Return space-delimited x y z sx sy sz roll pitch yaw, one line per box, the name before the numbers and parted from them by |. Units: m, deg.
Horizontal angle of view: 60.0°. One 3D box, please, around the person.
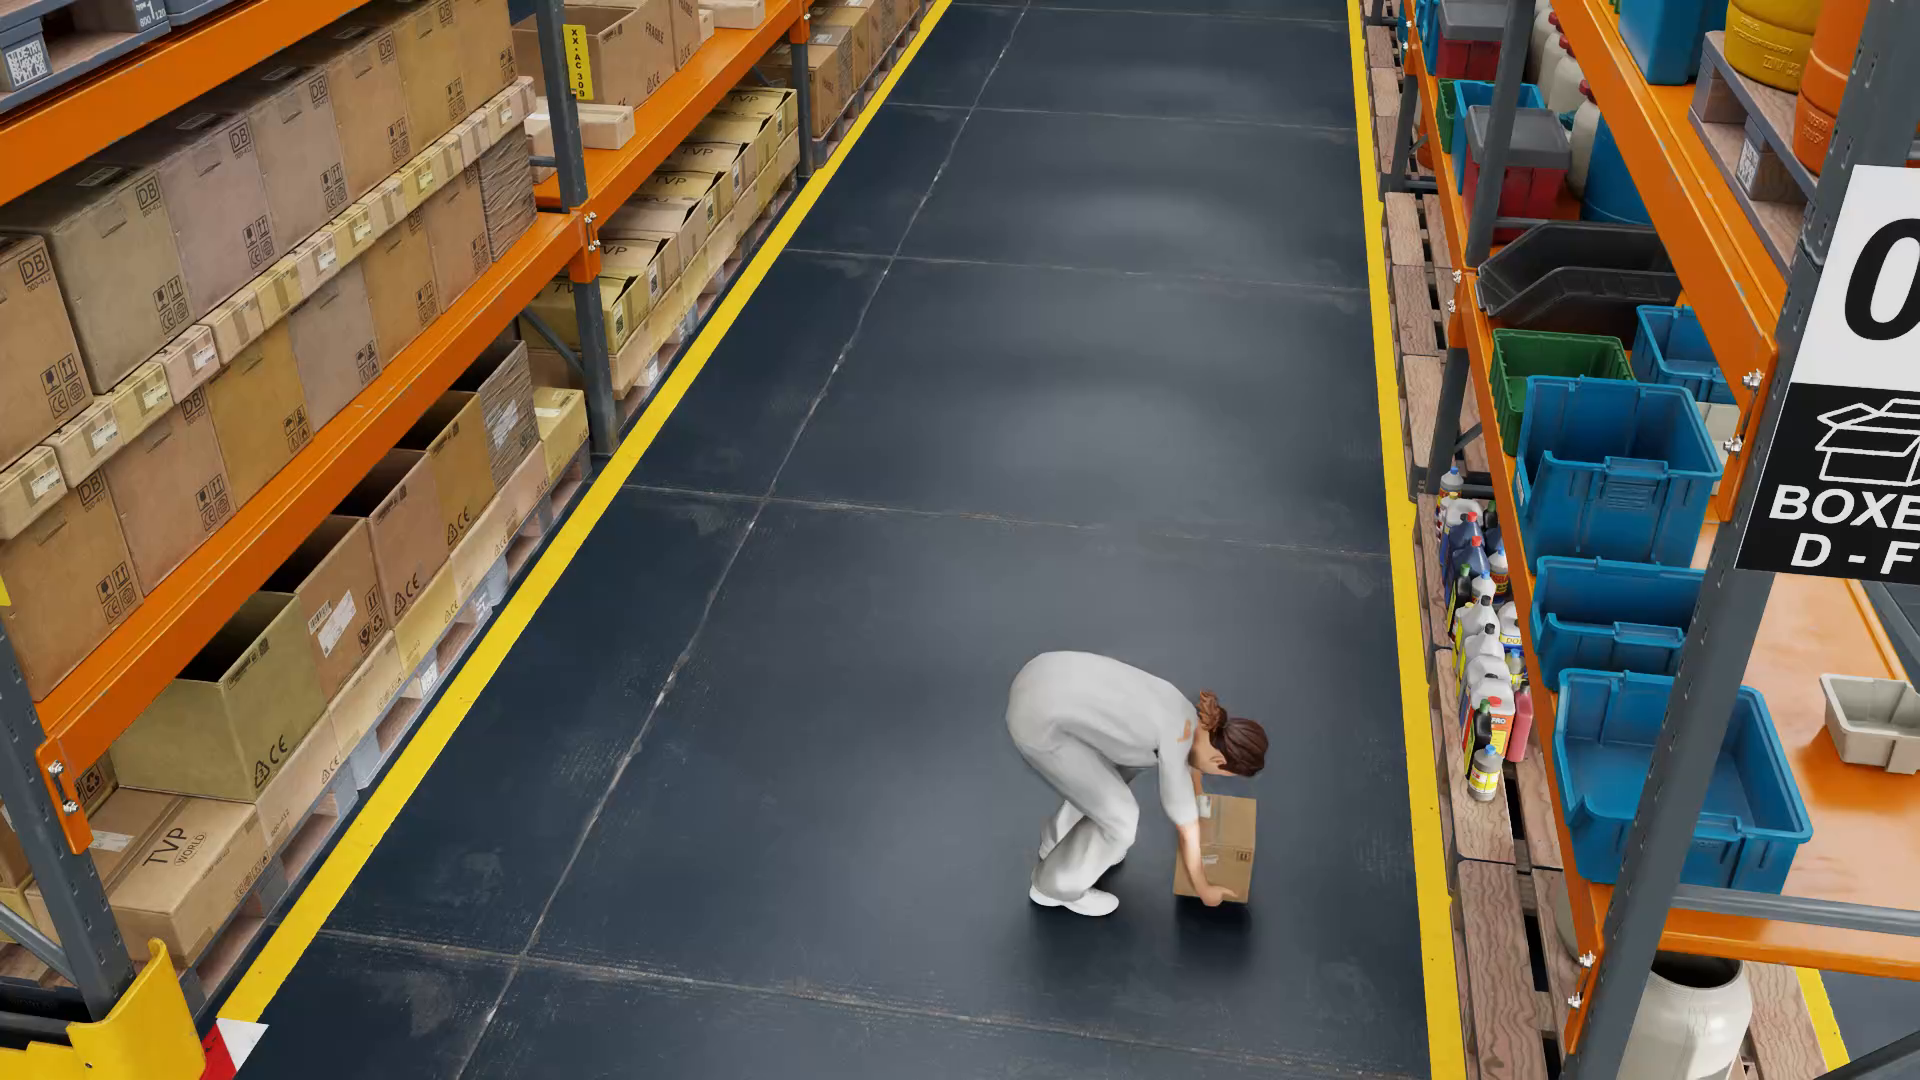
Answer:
person | 0.578 0.812 5.555 0.853 0.932 0.464 4 33 6
